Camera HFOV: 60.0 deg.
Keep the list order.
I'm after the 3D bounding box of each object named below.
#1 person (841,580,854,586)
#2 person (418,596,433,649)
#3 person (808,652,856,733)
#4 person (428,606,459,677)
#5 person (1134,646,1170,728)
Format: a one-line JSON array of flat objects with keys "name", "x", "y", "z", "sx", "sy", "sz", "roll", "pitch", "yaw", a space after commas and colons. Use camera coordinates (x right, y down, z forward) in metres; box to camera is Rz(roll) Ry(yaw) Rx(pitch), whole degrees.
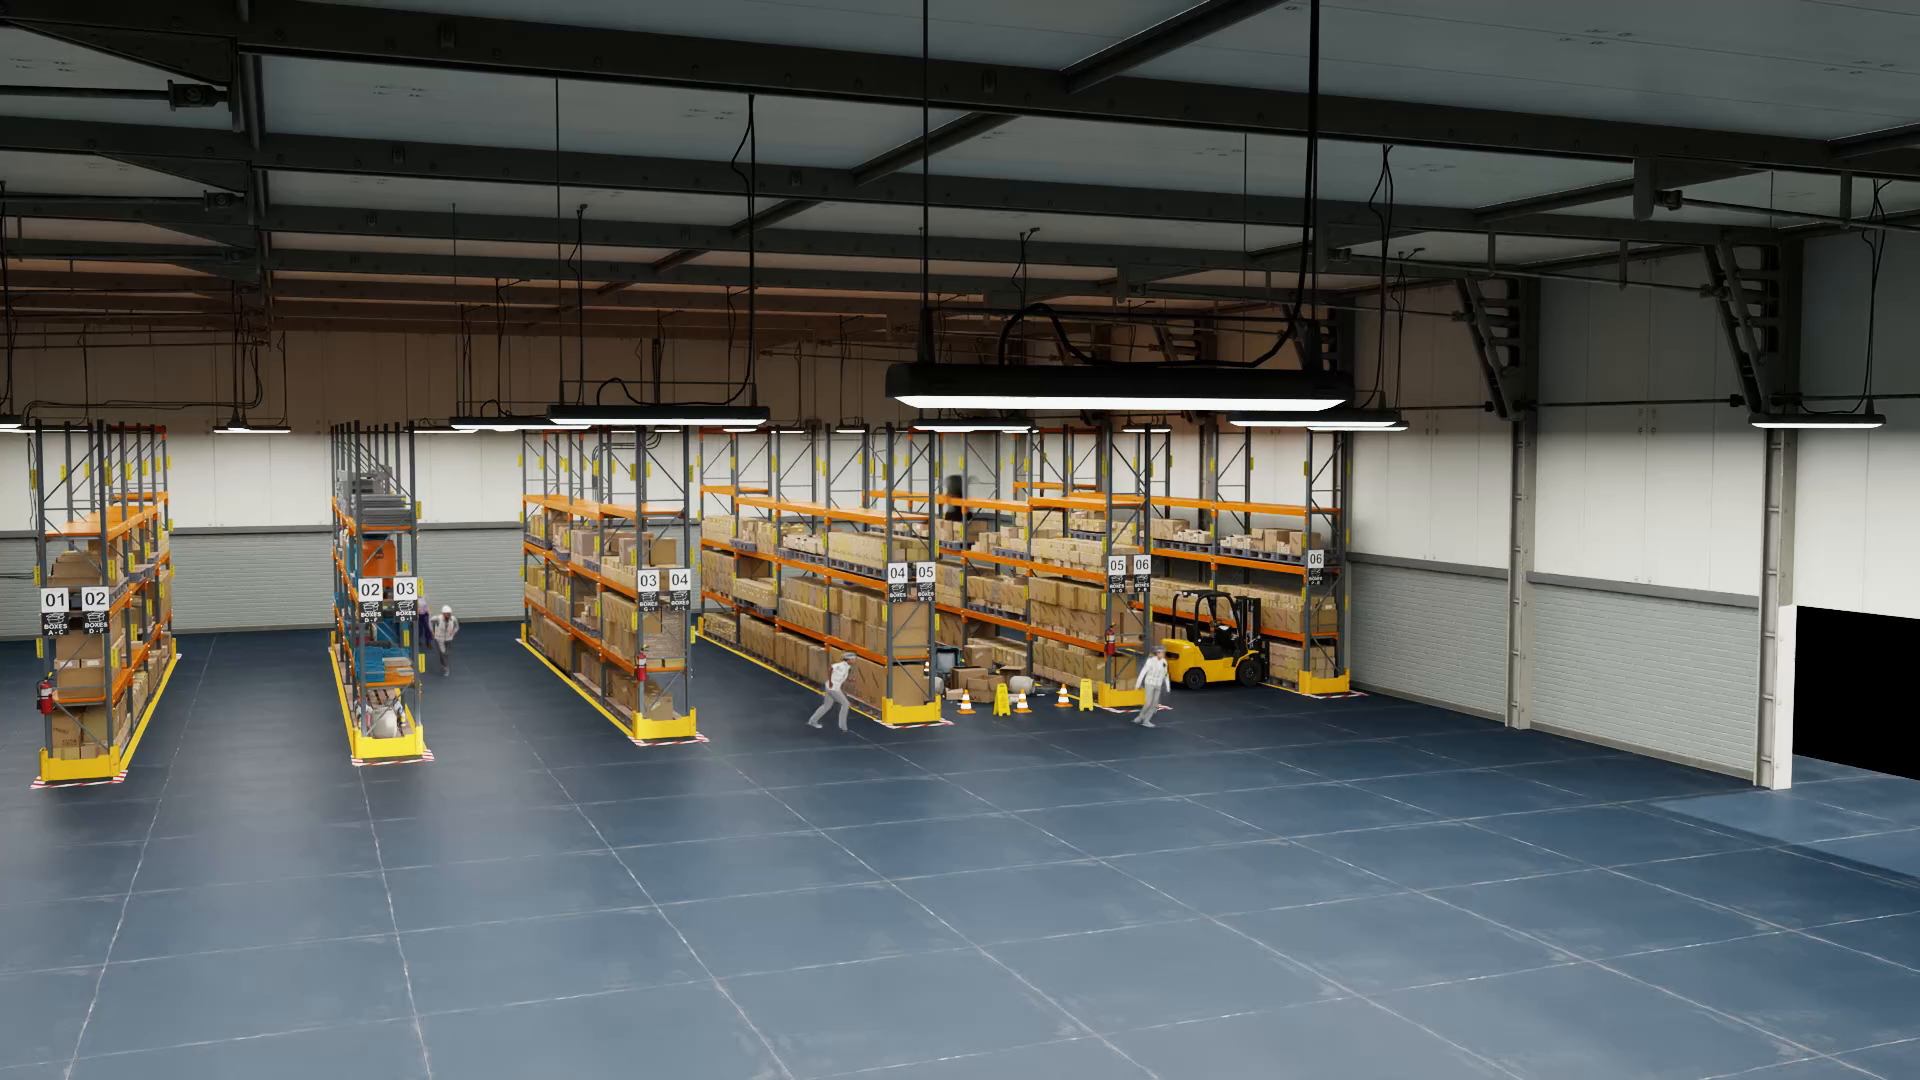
[{"name": "person", "x": -3.409, "y": 1.682, "z": 51.497, "sx": 0.847, "sy": 1.719, "sz": 0.562, "roll": -2, "pitch": 4, "yaw": -33}, {"name": "person", "x": -14.598, "y": 2.126, "z": 44.897, "sx": 0.633, "sy": 1.616, "sz": 0.860, "roll": -3, "pitch": 5, "yaw": -41}, {"name": "person", "x": -2.475, "y": 2.964, "z": 32.121, "sx": 0.955, "sy": 1.616, "sz": 0.619, "roll": 0, "pitch": 4, "yaw": 7}, {"name": "person", "x": -12.380, "y": 2.413, "z": 39.877, "sx": 0.703, "sy": 1.741, "sz": 1.017, "roll": -2, "pitch": 4, "yaw": -26}, {"name": "person", "x": 3.788, "y": 2.876, "z": 32.693, "sx": 0.633, "sy": 1.629, "sz": 0.547, "roll": -2, "pitch": 4, "yaw": -26}]
